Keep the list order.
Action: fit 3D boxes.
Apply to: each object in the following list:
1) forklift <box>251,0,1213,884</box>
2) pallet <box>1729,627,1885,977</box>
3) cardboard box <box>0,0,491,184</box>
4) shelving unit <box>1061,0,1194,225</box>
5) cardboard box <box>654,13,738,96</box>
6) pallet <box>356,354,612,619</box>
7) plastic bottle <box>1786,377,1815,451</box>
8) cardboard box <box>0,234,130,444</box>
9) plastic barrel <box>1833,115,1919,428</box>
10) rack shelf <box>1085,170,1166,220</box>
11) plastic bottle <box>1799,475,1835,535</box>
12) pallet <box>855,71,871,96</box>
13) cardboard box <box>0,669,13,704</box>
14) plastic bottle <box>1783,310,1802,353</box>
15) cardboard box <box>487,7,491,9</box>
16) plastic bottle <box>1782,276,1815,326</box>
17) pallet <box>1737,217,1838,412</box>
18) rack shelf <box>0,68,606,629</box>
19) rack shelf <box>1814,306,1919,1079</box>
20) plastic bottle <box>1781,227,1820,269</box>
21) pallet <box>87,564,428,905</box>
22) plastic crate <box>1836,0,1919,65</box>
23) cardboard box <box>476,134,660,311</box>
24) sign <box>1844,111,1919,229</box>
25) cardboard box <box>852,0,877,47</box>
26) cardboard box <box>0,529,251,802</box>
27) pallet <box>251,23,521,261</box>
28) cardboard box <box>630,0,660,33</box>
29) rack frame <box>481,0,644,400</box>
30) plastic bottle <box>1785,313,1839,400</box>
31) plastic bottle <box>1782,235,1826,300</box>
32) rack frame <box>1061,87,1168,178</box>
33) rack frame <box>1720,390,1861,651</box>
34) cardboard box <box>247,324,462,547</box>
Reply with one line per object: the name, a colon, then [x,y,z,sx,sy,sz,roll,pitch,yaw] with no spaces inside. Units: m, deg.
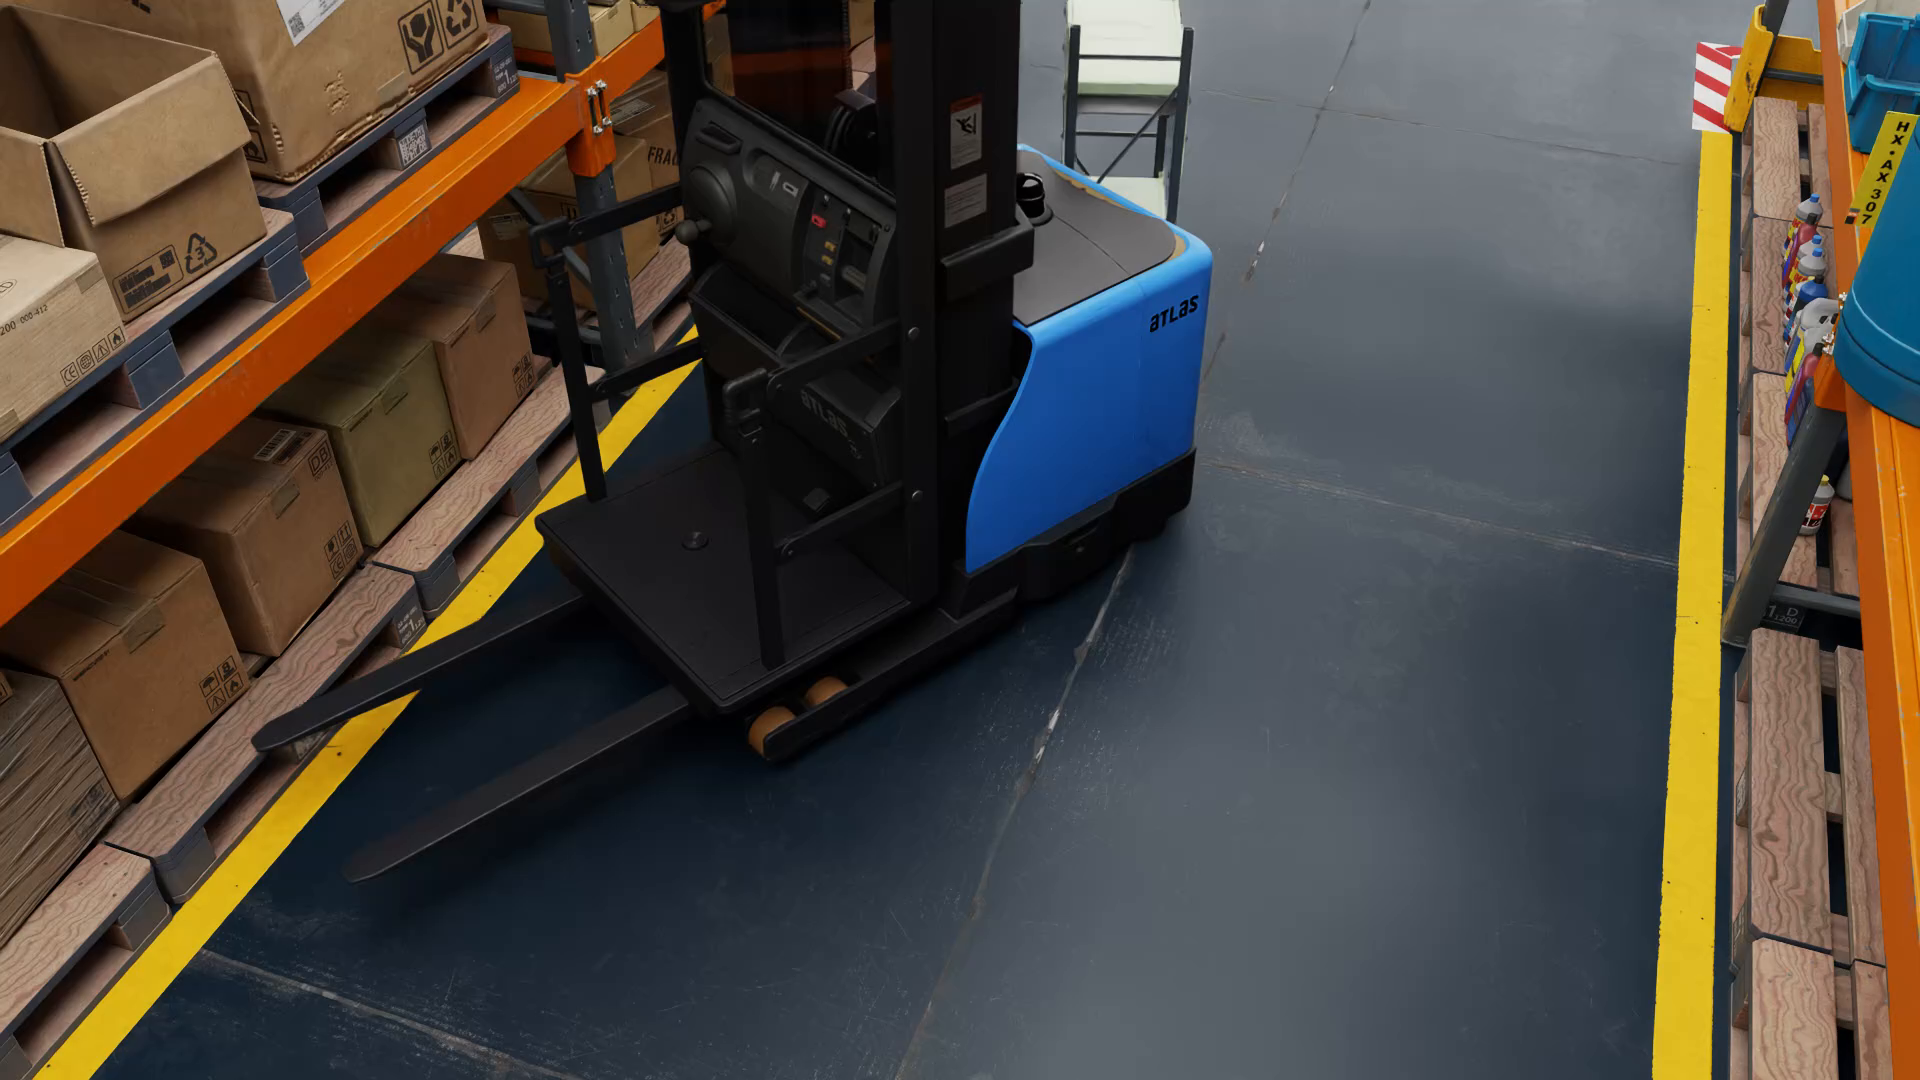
forklift: [-0.648,-0.840,4.477,3.031,2.935,1.130,-28,48,-29]
pallet: [2.706,0.818,4.629,1.003,0.211,1.213,13,42,15]
cardboard box: [-2.119,-1.764,4.721,1.000,1.000,1.000,14,42,15]
shelving unit: [0.576,-1.328,6.151,0.431,1.500,0.755,2,41,2]
cardboard box: [-1.215,-2.021,7.410,0.500,0.500,0.500,10,41,11]
pallet: [-1.981,-0.294,5.932,1.003,0.211,1.213,13,42,15]
plastic bottle: [2.953,-0.464,5.684,0.144,0.351,0.185,11,42,13]
cardboard box: [-2.295,-0.464,3.775,0.500,0.250,0.500,12,42,14]
plastic barrel: [2.521,-0.753,3.935,0.600,0.901,0.708,13,42,15]
rack shelf: [0.576,-1.080,6.362,0.431,0.370,0.720,2,41,2]
plastic bottle: [2.769,-0.124,5.401,0.097,0.201,0.097,0,40,0]
pallet: [-1.104,-1.933,7.853,1.003,0.211,1.213,13,42,15]
cardboard box: [-2.711,0.367,4.018,0.500,0.250,0.500,18,44,20]
plastic bottle: [3.138,-0.780,6.171,0.097,0.201,0.097,0,40,0]
cardboard box: [-1.824,-2.081,6.071,0.380,0.149,0.250,13,42,15]
plastic bottle: [3.208,-0.906,6.318,0.097,0.201,0.097,0,40,0]
pallet: [3.623,-0.817,6.544,1.003,0.211,1.213,13,42,15]
rack shelf: [-2.400,-0.336,4.387,1.077,0.370,4.000,13,42,15]
rack shelf: [2.254,0.763,3.099,1.077,0.370,4.000,13,42,15]
plastic bottle: [3.358,-1.173,6.631,0.097,0.201,0.097,0,40,0]
pallet: [-2.397,0.453,5.056,1.003,0.211,1.213,13,42,15]
plastic crate: [3.255,-1.677,5.607,0.530,0.136,0.437,13,42,15]
cardboard box: [-1.542,-1.274,6.534,0.500,0.500,0.500,12,42,14]
sign: [2.425,-0.964,4.356,0.100,0.325,0.005,13,42,15]
cardboard box: [-0.750,-2.729,8.240,0.500,0.500,0.500,25,46,26]
cardboard box: [-2.509,0.292,4.684,0.700,0.500,0.500,17,43,19]
pallet: [-2.114,-1.323,5.137,1.003,0.211,1.213,13,42,15]
cardboard box: [-1.262,-1.948,5.916,0.380,0.149,0.250,13,42,15]
rack frame: [-1.716,-1.830,5.583,1.000,3.000,0.127,13,42,15]
plastic bottle: [3.064,-0.661,5.915,0.144,0.351,0.185,13,42,15]
plastic bottle: [3.276,-1.054,6.437,0.097,0.271,0.097,0,40,0]
rack frame: [0.594,-1.565,6.429,0.400,1.500,0.023,2,41,2]
rack frame: [2.938,-0.730,4.295,1.000,3.000,0.127,13,42,15]
cardboard box: [-2.127,-0.390,5.483,0.700,0.500,0.500,13,42,15]
